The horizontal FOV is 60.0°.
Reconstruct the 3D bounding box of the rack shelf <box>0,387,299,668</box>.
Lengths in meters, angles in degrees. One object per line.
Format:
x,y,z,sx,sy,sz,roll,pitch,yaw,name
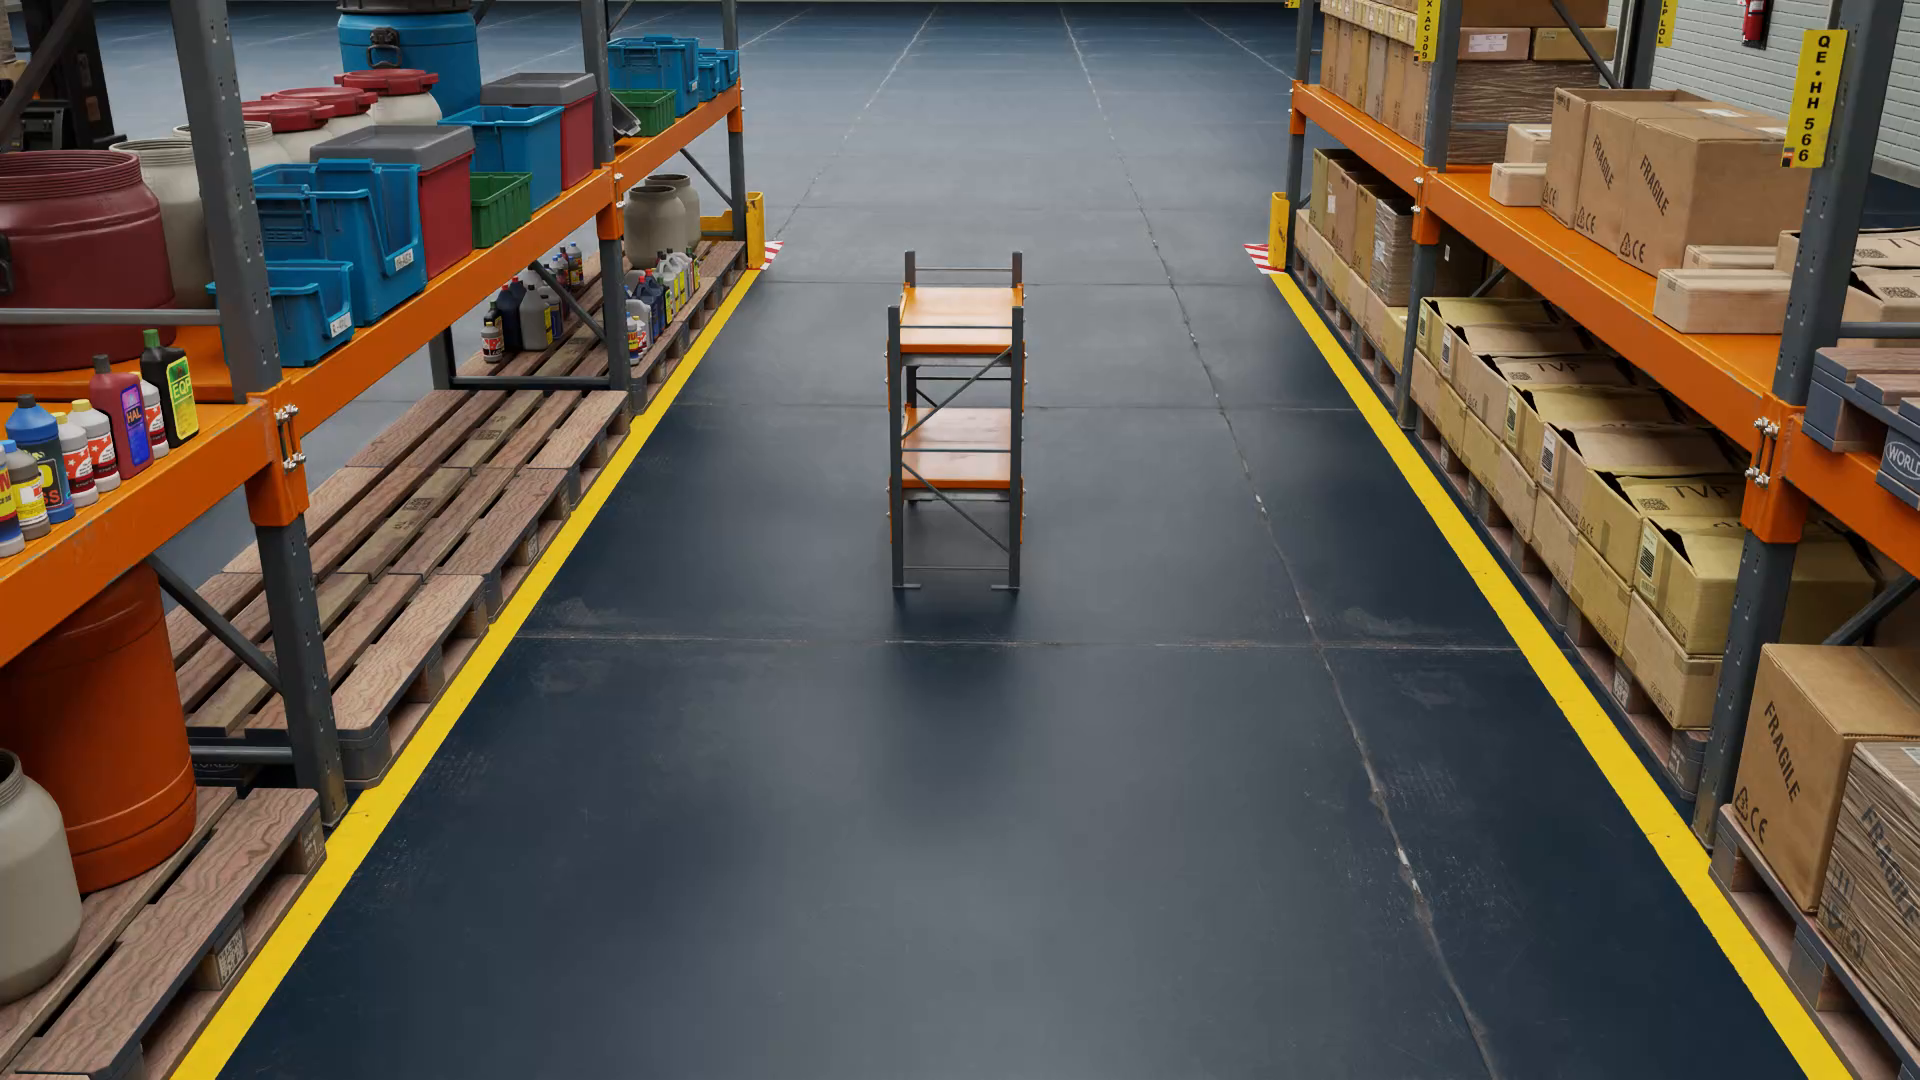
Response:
-2.385,0.479,2.644,1.077,0.370,4.000,1,21,2,rack shelf

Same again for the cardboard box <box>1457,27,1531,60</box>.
2.543,-2.420,8.085,0.380,0.149,0.250,1,21,2,cardboard box

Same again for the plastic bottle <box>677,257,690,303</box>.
-1.738,-1.598,10.158,0.152,0.276,0.135,0,21,0,plastic bottle

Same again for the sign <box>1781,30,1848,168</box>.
2.072,-1.069,4.036,0.100,0.325,0.005,1,21,2,sign

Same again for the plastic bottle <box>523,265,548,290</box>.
-2.455,-1.419,9.592,0.144,0.351,0.185,1,21,1,plastic bottle

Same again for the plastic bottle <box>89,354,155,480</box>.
-1.917,-0.291,3.794,0.061,0.283,0.133,1,21,2,plastic bottle

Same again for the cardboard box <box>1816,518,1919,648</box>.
2.936,0.114,5.033,0.500,0.311,0.500,1,21,3,cardboard box

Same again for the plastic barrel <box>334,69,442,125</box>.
-2.451,-1.746,7.195,0.433,0.535,0.433,0,21,0,plastic barrel

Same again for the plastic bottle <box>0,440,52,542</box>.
-1.948,-0.106,3.430,0.097,0.201,0.097,0,21,0,plastic bottle

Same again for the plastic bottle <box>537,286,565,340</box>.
-2.316,-1.274,9.324,0.152,0.276,0.135,1,21,2,plastic bottle

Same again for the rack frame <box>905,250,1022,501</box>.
0.015,-0.706,7.293,0.500,1.125,0.032,1,21,2,rack frame

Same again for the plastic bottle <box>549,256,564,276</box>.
-2.461,-1.593,10.153,0.097,0.271,0.097,0,21,0,plastic bottle

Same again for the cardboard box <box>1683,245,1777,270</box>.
2.609,-0.869,5.469,0.380,0.149,0.250,2,21,6,cardboard box

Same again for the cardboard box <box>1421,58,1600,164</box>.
2.756,-2.178,8.356,0.700,0.500,0.500,0,21,0,cardboard box

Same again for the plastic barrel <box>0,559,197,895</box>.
-2.322,0.413,4.237,0.600,0.830,0.708,1,21,2,plastic barrel

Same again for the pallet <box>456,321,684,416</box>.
-2.140,-0.969,9.234,1.003,0.211,1.213,1,21,2,pallet

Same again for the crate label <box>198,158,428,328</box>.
-2.024,-0.953,5.289,0.502,0.435,0.616,1,21,2,crate label

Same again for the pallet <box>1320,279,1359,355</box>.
2.849,-1.400,10.345,1.003,0.211,1.213,1,21,2,pallet

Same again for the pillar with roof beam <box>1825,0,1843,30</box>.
4.544,-8.115,15.502,9.100,9.000,0.400,1,21,2,pillar with roof beam

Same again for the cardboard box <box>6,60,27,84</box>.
-6.834,-3.305,11.746,0.380,0.149,0.250,1,21,2,cardboard box

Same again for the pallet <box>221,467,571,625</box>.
-2.222,0.000,6.736,1.003,0.211,1.213,1,21,2,pallet

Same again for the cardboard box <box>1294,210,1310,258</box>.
2.631,-2.139,11.616,0.500,0.250,0.500,1,21,2,cardboard box

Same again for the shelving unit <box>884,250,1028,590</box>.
0.000,-0.522,6.819,0.538,1.125,1.048,1,21,2,shelving unit

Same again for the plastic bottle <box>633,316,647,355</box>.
-1.748,-1.111,9.005,0.097,0.201,0.097,0,21,0,plastic bottle

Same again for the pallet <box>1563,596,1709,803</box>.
2.691,0.479,5.504,1.003,0.211,1.213,1,21,2,pallet

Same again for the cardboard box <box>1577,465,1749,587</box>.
2.406,-0.080,5.533,0.500,0.311,0.500,0,21,1,cardboard box

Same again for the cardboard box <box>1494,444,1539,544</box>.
2.442,-0.185,6.580,0.500,0.250,0.500,1,21,3,cardboard box

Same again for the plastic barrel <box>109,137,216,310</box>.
-2.506,-1.006,5.321,0.421,0.512,0.421,0,21,0,plastic barrel

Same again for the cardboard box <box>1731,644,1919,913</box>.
2.327,0.598,4.190,0.500,0.500,0.500,2,21,4,cardboard box

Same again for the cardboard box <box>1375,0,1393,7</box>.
2.801,-3.327,9.524,0.700,0.500,0.500,1,21,2,cardboard box

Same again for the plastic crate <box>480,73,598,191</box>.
-1.911,-1.878,7.633,0.402,0.464,0.583,1,21,2,plastic crate

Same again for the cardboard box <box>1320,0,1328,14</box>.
2.643,-3.626,11.193,0.380,0.149,0.250,0,21,1,cardboard box

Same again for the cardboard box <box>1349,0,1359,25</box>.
2.613,-3.253,10.231,0.380,0.149,0.250,0,21,0,cardboard box

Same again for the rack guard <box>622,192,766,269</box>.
-2.036,-2.279,12.212,1.175,0.500,0.348,1,21,2,rack guard

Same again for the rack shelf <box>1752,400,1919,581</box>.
2.566,0.534,2.500,1.077,0.370,4.000,1,21,2,rack shelf

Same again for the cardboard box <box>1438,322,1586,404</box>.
2.466,-0.818,7.436,0.500,0.311,0.500,0,21,1,cardboard box

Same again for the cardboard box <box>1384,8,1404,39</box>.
2.583,-2.879,9.268,0.380,0.149,0.250,1,21,3,cardboard box

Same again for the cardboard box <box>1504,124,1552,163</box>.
2.777,-1.722,7.528,0.500,0.250,0.500,2,21,5,cardboard box

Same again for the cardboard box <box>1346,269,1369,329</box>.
2.570,-1.416,9.752,0.500,0.250,0.500,1,21,2,cardboard box

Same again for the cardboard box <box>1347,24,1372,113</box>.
2.811,-2.925,10.283,0.700,0.500,0.500,1,21,2,cardboard box

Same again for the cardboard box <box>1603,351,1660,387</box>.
2.996,-0.628,6.945,0.500,0.311,0.500,1,21,1,cardboard box

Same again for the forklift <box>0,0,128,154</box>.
-4.789,-1.889,7.846,1.130,2.935,3.031,2,21,5,forklift

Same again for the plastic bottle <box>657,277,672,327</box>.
-1.711,-1.380,9.585,0.061,0.283,0.133,2,21,4,plastic bottle

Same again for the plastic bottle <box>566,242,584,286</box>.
-2.447,-1.754,10.565,0.097,0.271,0.097,0,21,0,plastic bottle

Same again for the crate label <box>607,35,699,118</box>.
-1.866,-2.821,10.103,0.502,0.435,0.616,1,21,2,crate label

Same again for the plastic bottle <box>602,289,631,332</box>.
-1.907,-1.285,9.249,0.144,0.351,0.185,1,21,2,plastic bottle

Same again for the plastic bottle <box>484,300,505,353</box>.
-2.518,-1.143,8.974,0.061,0.283,0.133,2,21,4,plastic bottle

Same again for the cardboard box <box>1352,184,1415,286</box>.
2.582,-1.765,9.616,0.500,0.500,0.500,1,21,2,cardboard box

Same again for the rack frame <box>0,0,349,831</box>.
-2.324,-0.580,4.377,1.000,3.000,0.127,1,21,2,rack frame
